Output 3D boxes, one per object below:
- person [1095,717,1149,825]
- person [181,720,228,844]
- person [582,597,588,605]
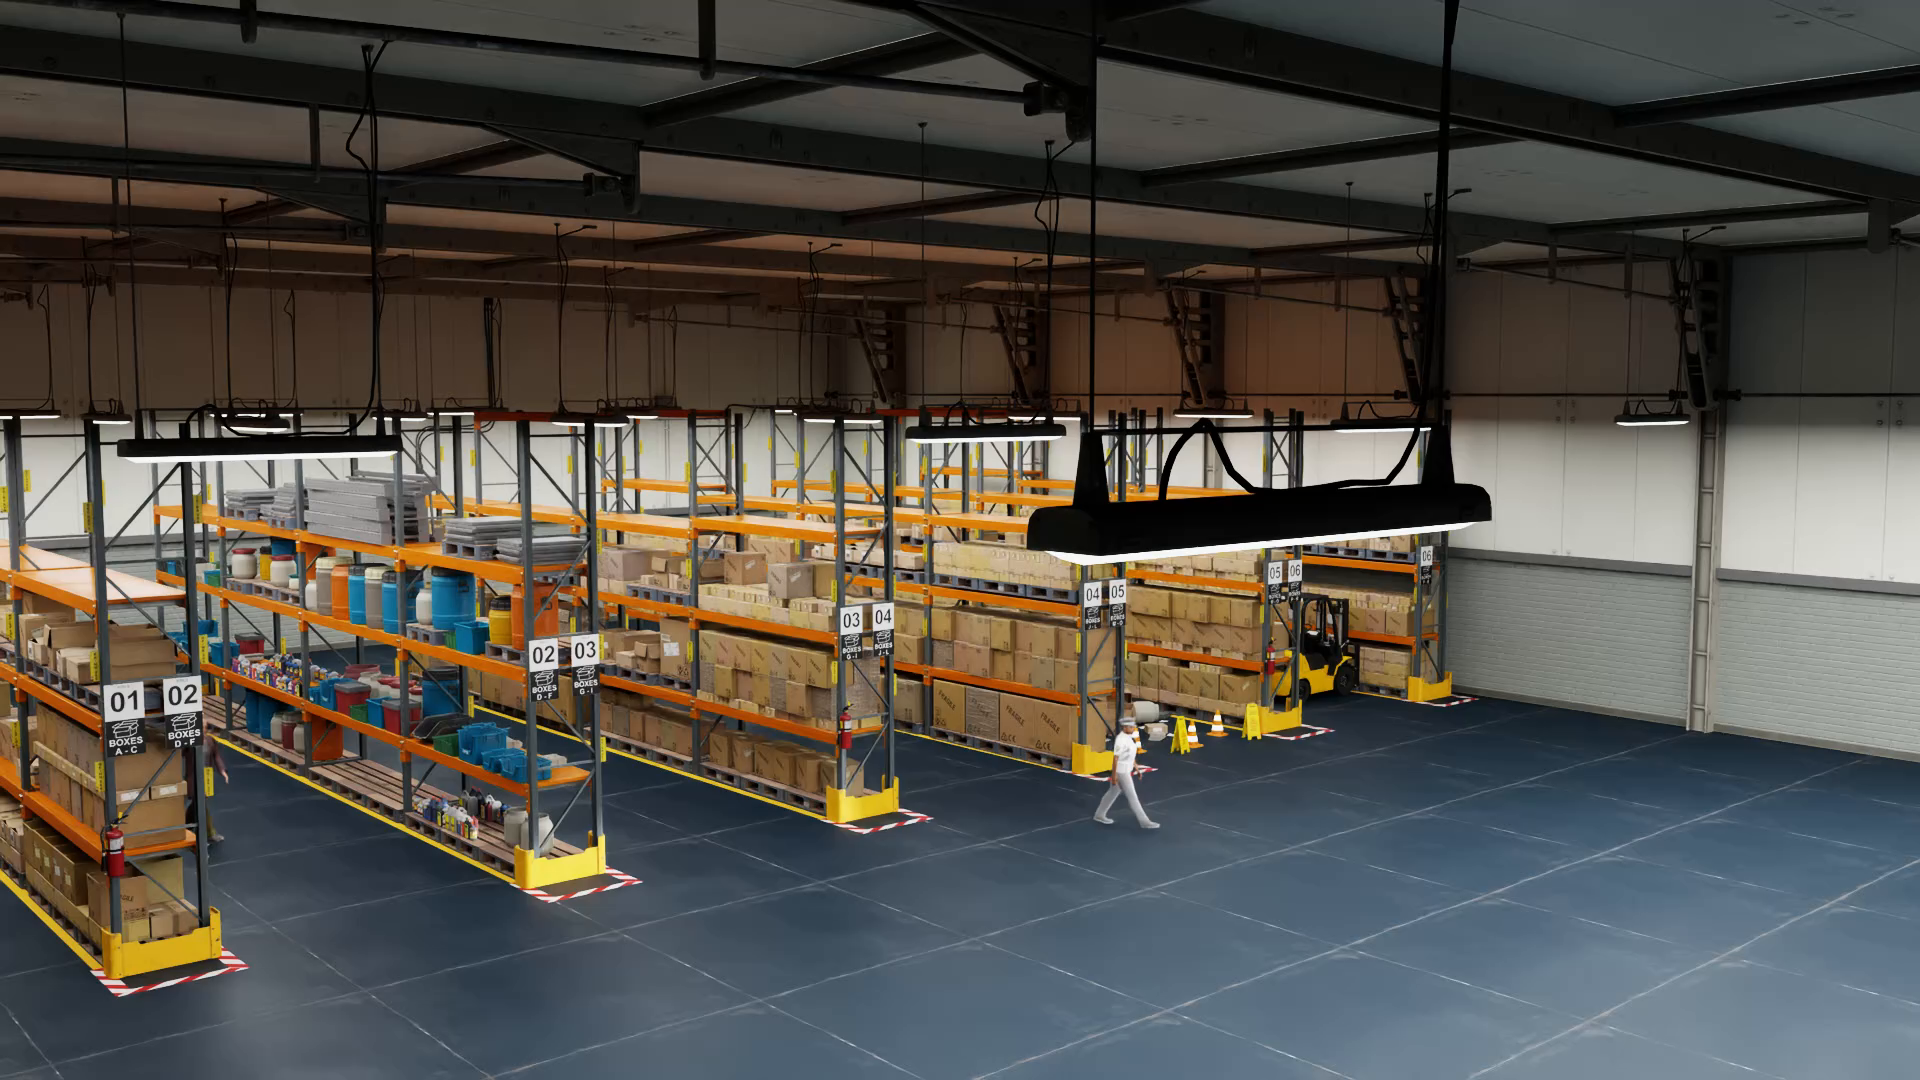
[{"bbox_3d":[2.372,3.335,24.247,0.844,1.542,0.461,1,5,15],"label":"person"},{"bbox_3d":[-10.710,3.395,23.459,1.107,1.764,0.671,2,5,22],"label":"person"},{"bbox_3d":[-9.563,1.811,42.655,0.410,1.521,0.991,1,5,6],"label":"person"}]
